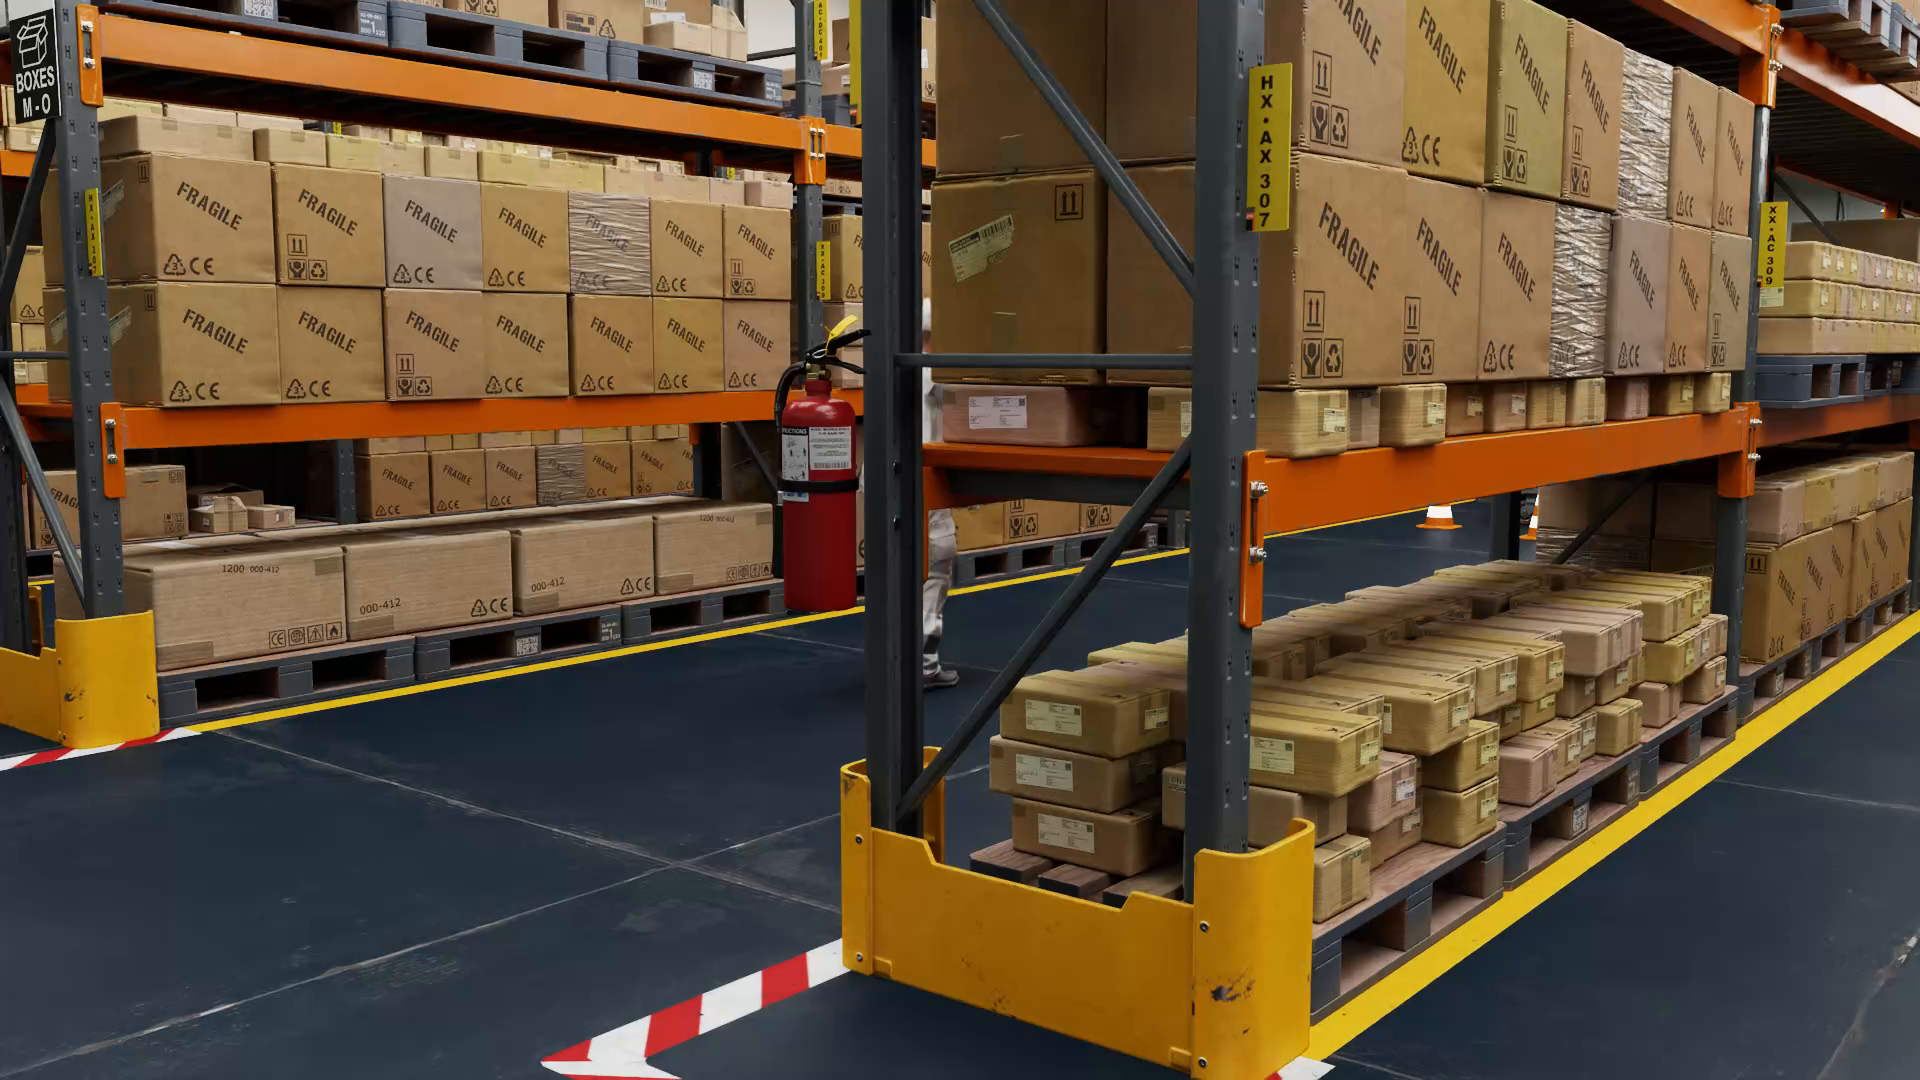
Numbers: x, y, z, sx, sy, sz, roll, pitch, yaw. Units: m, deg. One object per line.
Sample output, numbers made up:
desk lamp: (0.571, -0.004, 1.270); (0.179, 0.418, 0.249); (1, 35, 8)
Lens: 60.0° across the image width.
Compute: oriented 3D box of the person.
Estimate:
person: (-0.178, -0.220, 7.633); (0.489, 1.763, 0.587); (5, 8, 37)
